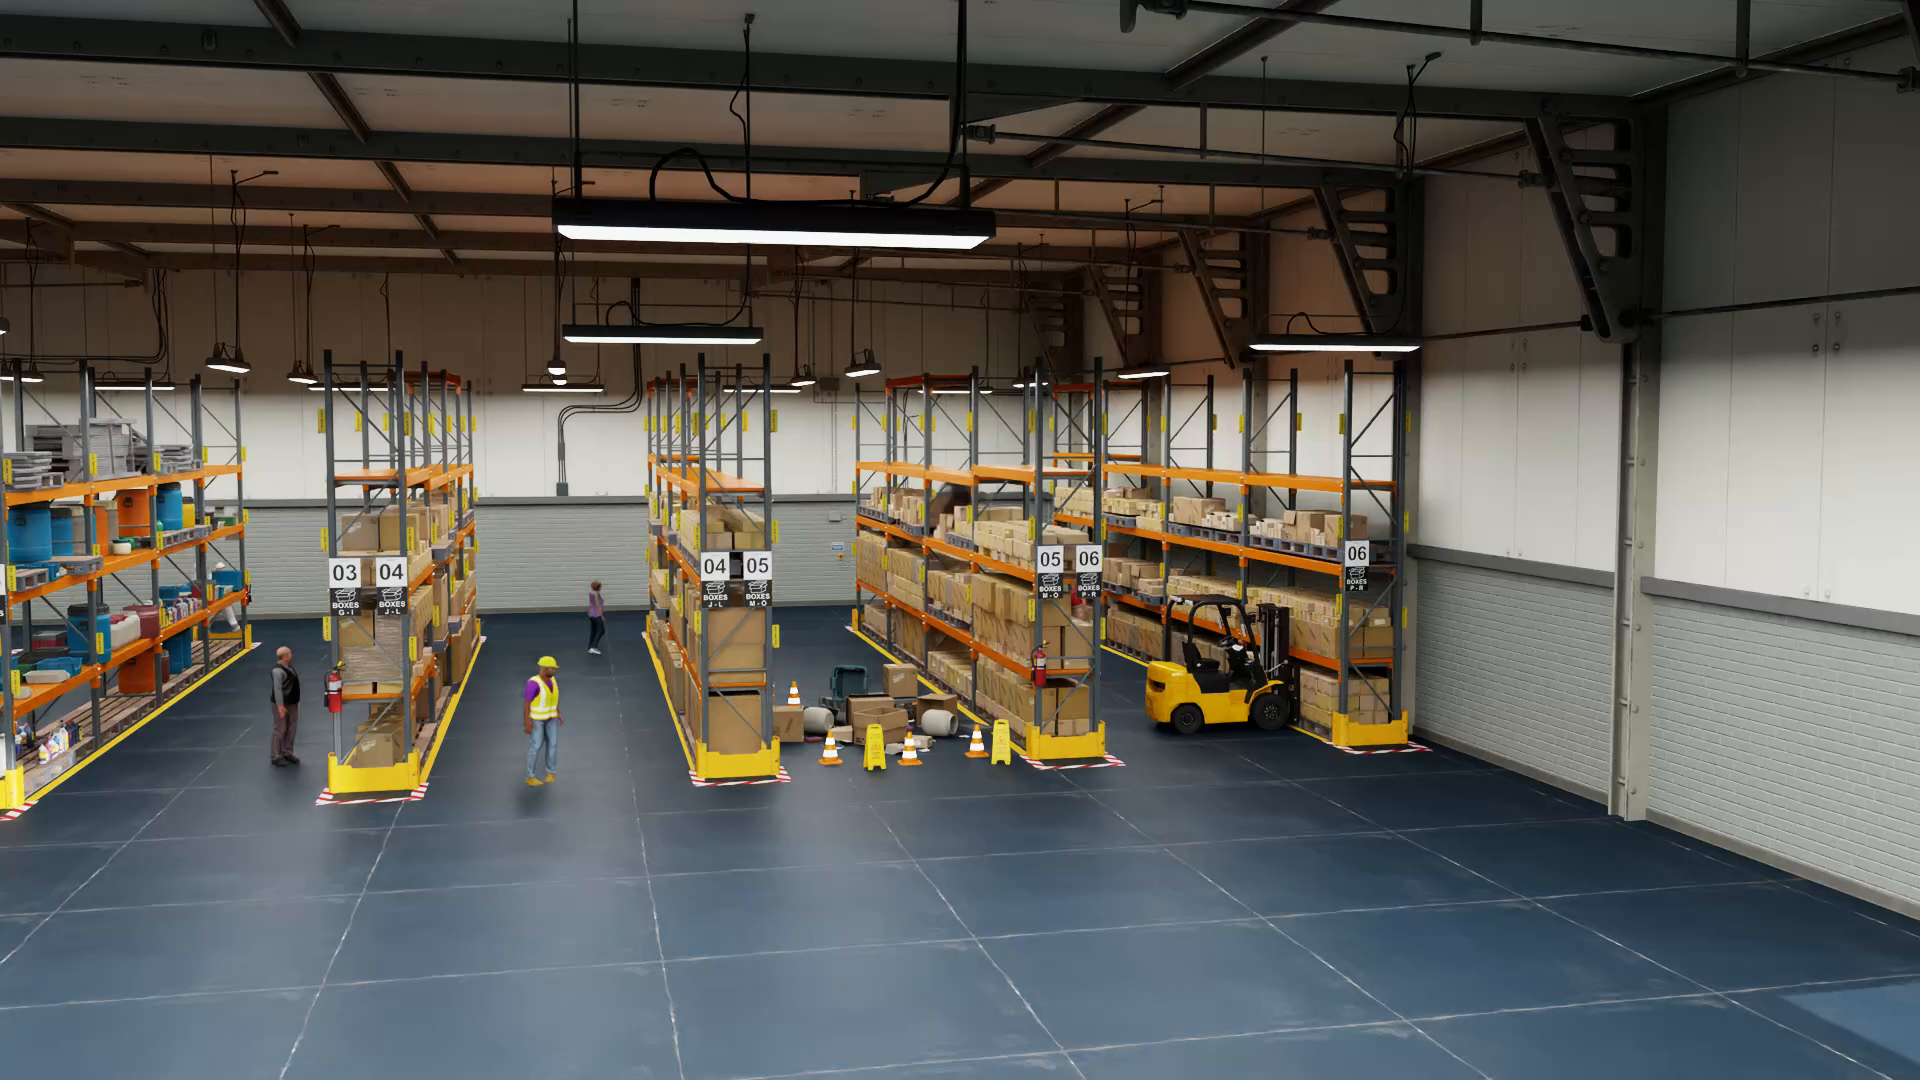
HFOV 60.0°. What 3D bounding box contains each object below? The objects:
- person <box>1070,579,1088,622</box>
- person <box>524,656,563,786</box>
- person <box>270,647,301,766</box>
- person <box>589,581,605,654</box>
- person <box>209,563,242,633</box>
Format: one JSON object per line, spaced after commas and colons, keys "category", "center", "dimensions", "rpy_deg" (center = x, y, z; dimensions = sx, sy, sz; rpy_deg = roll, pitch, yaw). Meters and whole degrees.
{"category": "person", "center": [2.408, 1.495, 33.882], "dimensions": [0.369, 1.725, 0.600], "rpy_deg": [0, 4, -5]}
{"category": "person", "center": [-5.821, 2.504, 23.207], "dimensions": [0.395, 1.776, 0.616], "rpy_deg": [3, 5, 32]}
{"category": "person", "center": [-9.939, 2.435, 24.496], "dimensions": [0.369, 1.737, 0.568], "rpy_deg": [1, 4, 11]}
{"category": "person", "center": [-7.917, 1.681, 36.112], "dimensions": [0.347, 1.604, 0.483], "rpy_deg": [-2, 4, -27]}
{"category": "person", "center": [-17.266, 1.388, 39.056], "dimensions": [1.028, 1.732, 0.648], "rpy_deg": [0, 4, -6]}
